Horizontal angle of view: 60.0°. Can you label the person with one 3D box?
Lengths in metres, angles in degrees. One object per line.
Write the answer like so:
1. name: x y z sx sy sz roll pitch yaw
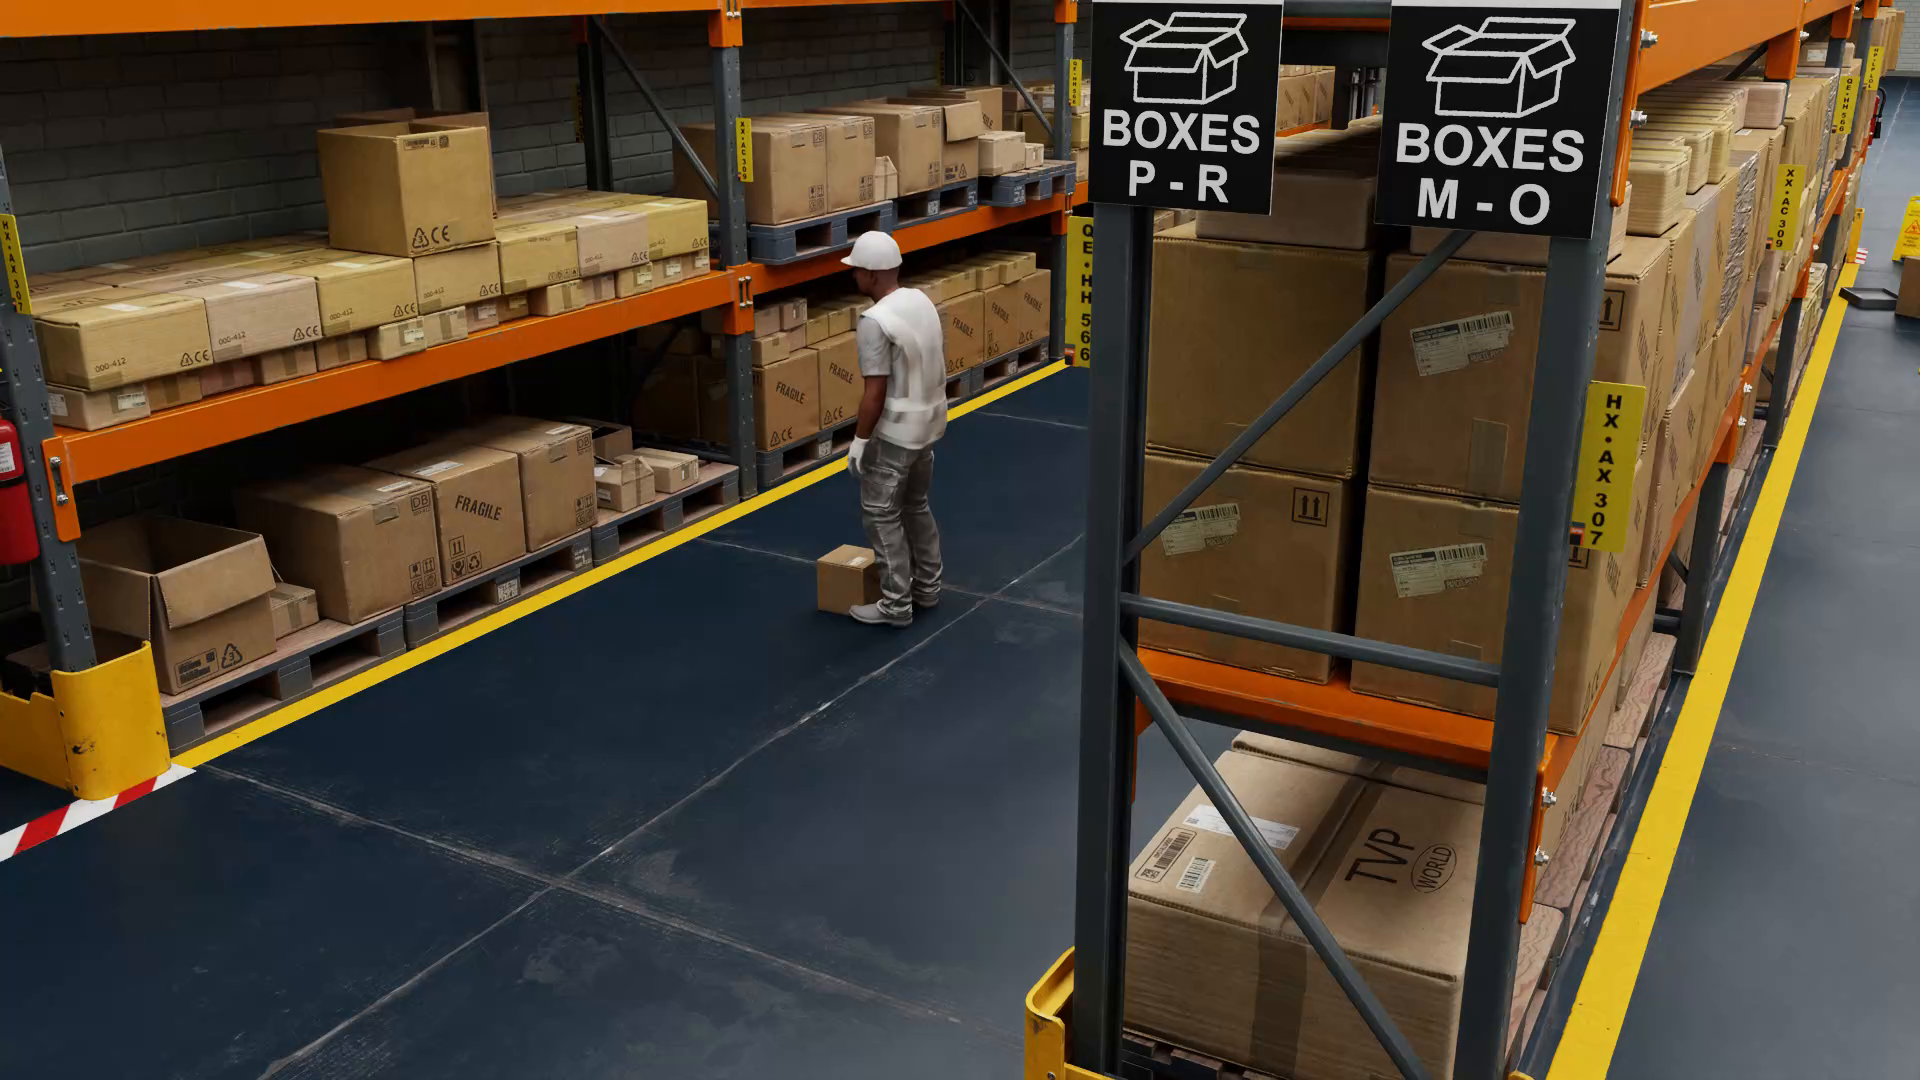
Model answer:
1. person: -0.298 -0.489 7.449 0.443 1.776 0.630 9 21 25
